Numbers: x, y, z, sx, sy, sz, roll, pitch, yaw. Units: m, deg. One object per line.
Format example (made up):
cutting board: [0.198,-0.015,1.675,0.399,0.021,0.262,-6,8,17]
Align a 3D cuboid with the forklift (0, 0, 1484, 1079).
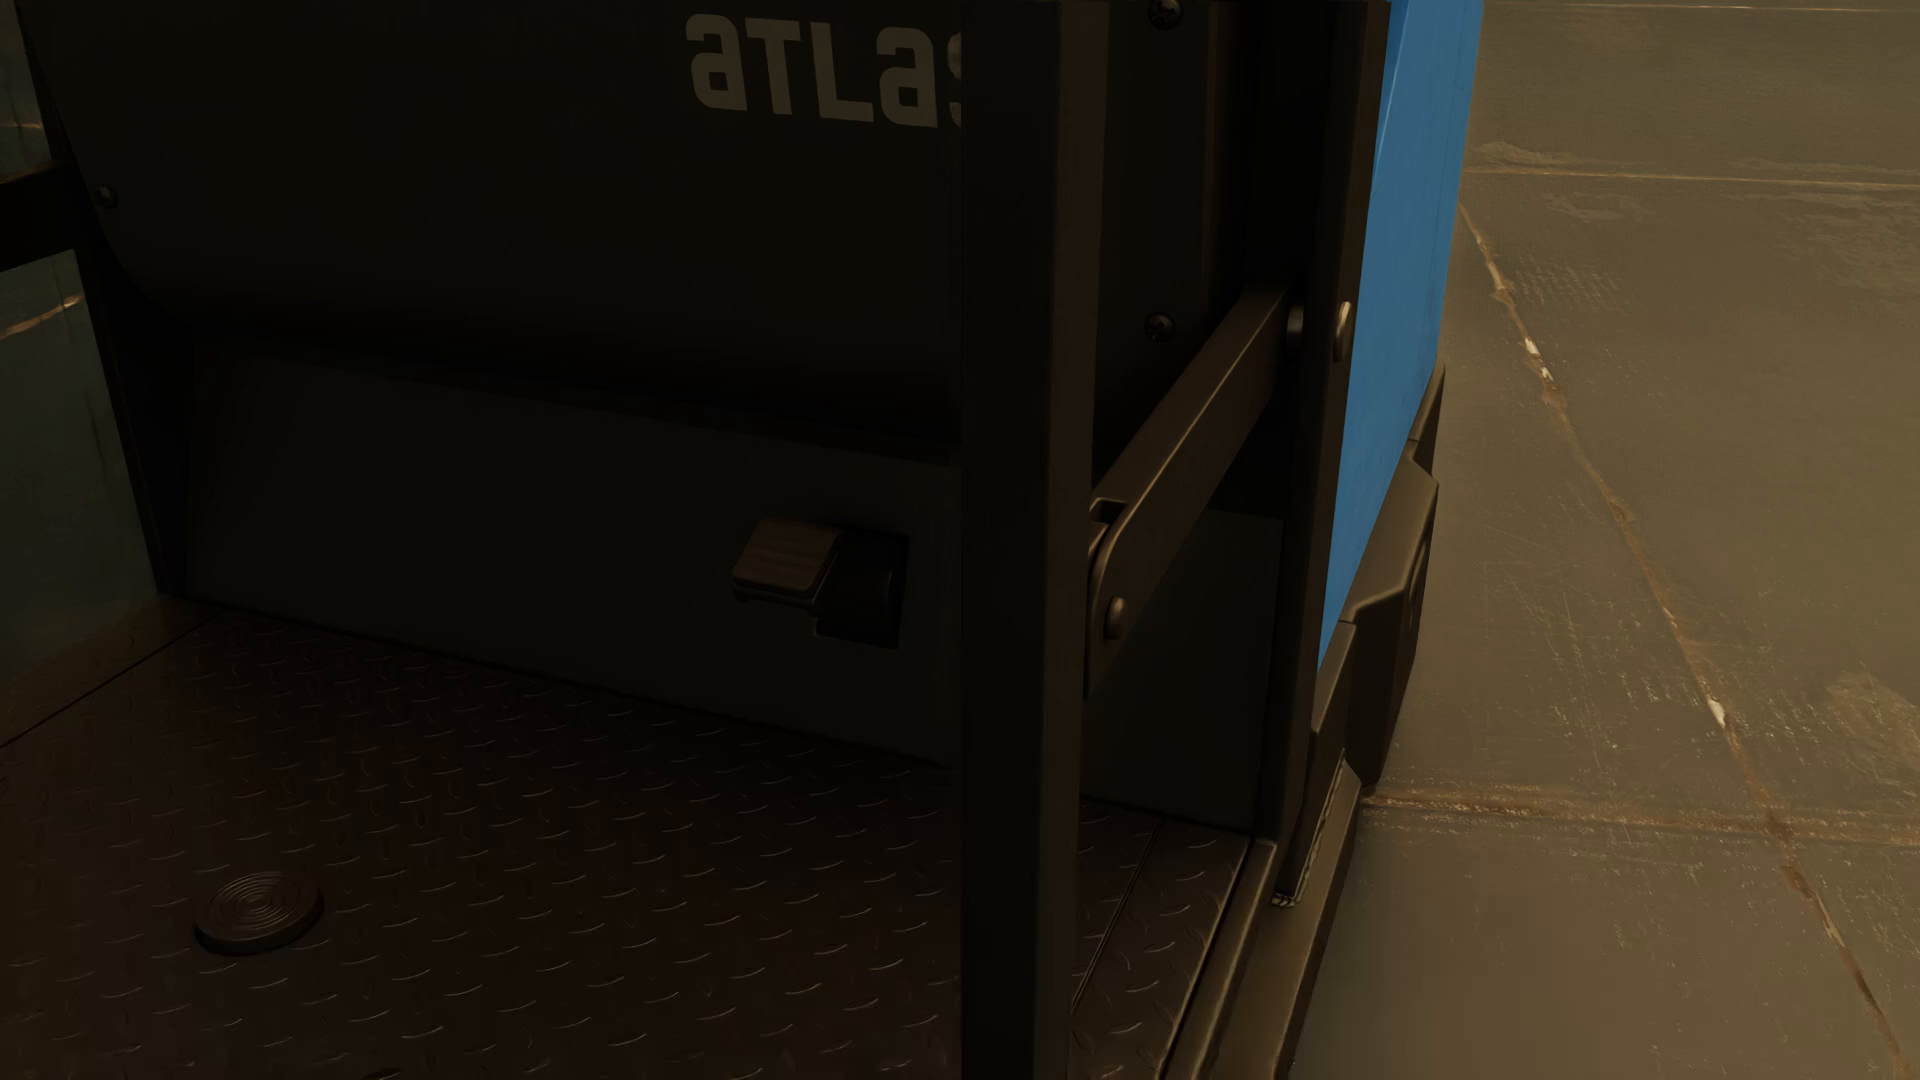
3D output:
forklift: [-0.338,-0.767,0.755,1.130,2.935,3.031,10,28,19]
